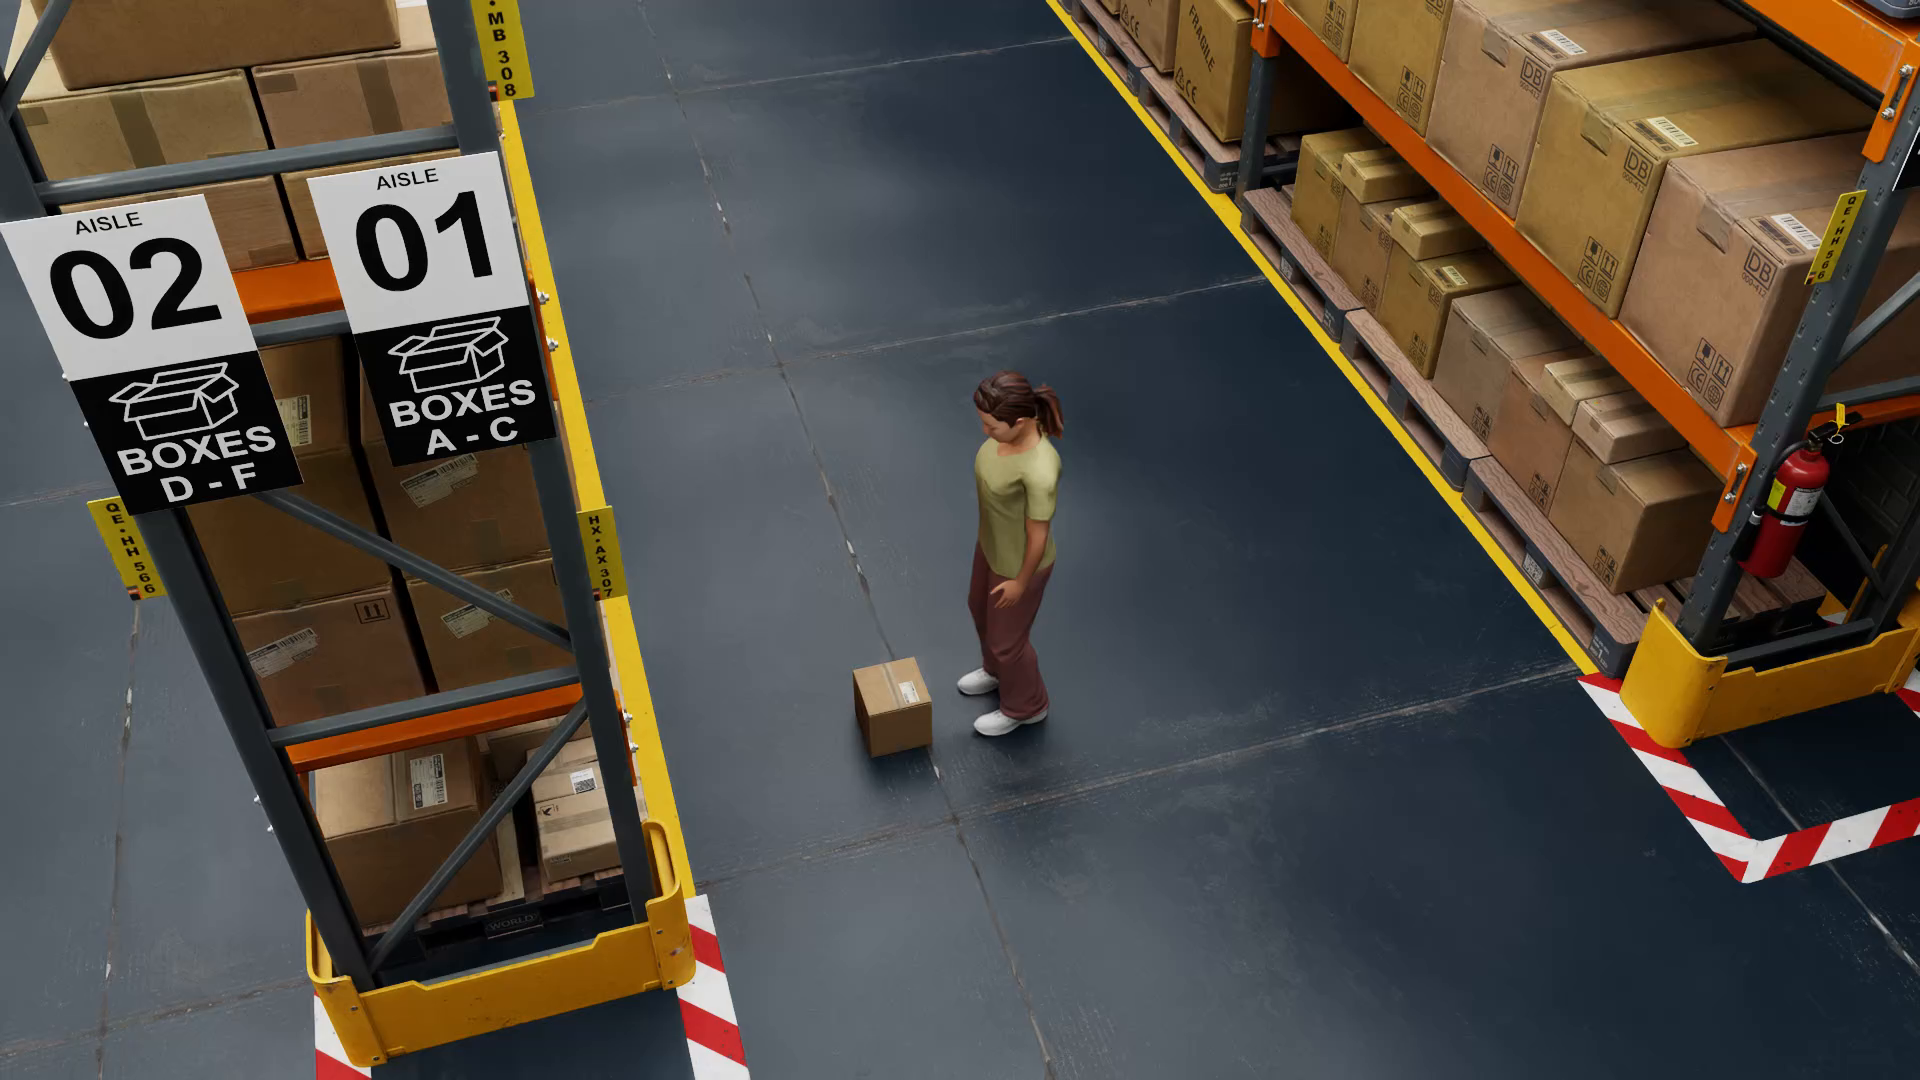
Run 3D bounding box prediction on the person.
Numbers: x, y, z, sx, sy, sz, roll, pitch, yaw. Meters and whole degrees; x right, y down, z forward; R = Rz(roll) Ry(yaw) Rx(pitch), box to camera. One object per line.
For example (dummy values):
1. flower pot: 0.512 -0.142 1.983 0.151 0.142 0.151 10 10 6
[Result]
1. person: 0.200 0.054 6.115 0.359 1.665 0.452 -11 44 -12
